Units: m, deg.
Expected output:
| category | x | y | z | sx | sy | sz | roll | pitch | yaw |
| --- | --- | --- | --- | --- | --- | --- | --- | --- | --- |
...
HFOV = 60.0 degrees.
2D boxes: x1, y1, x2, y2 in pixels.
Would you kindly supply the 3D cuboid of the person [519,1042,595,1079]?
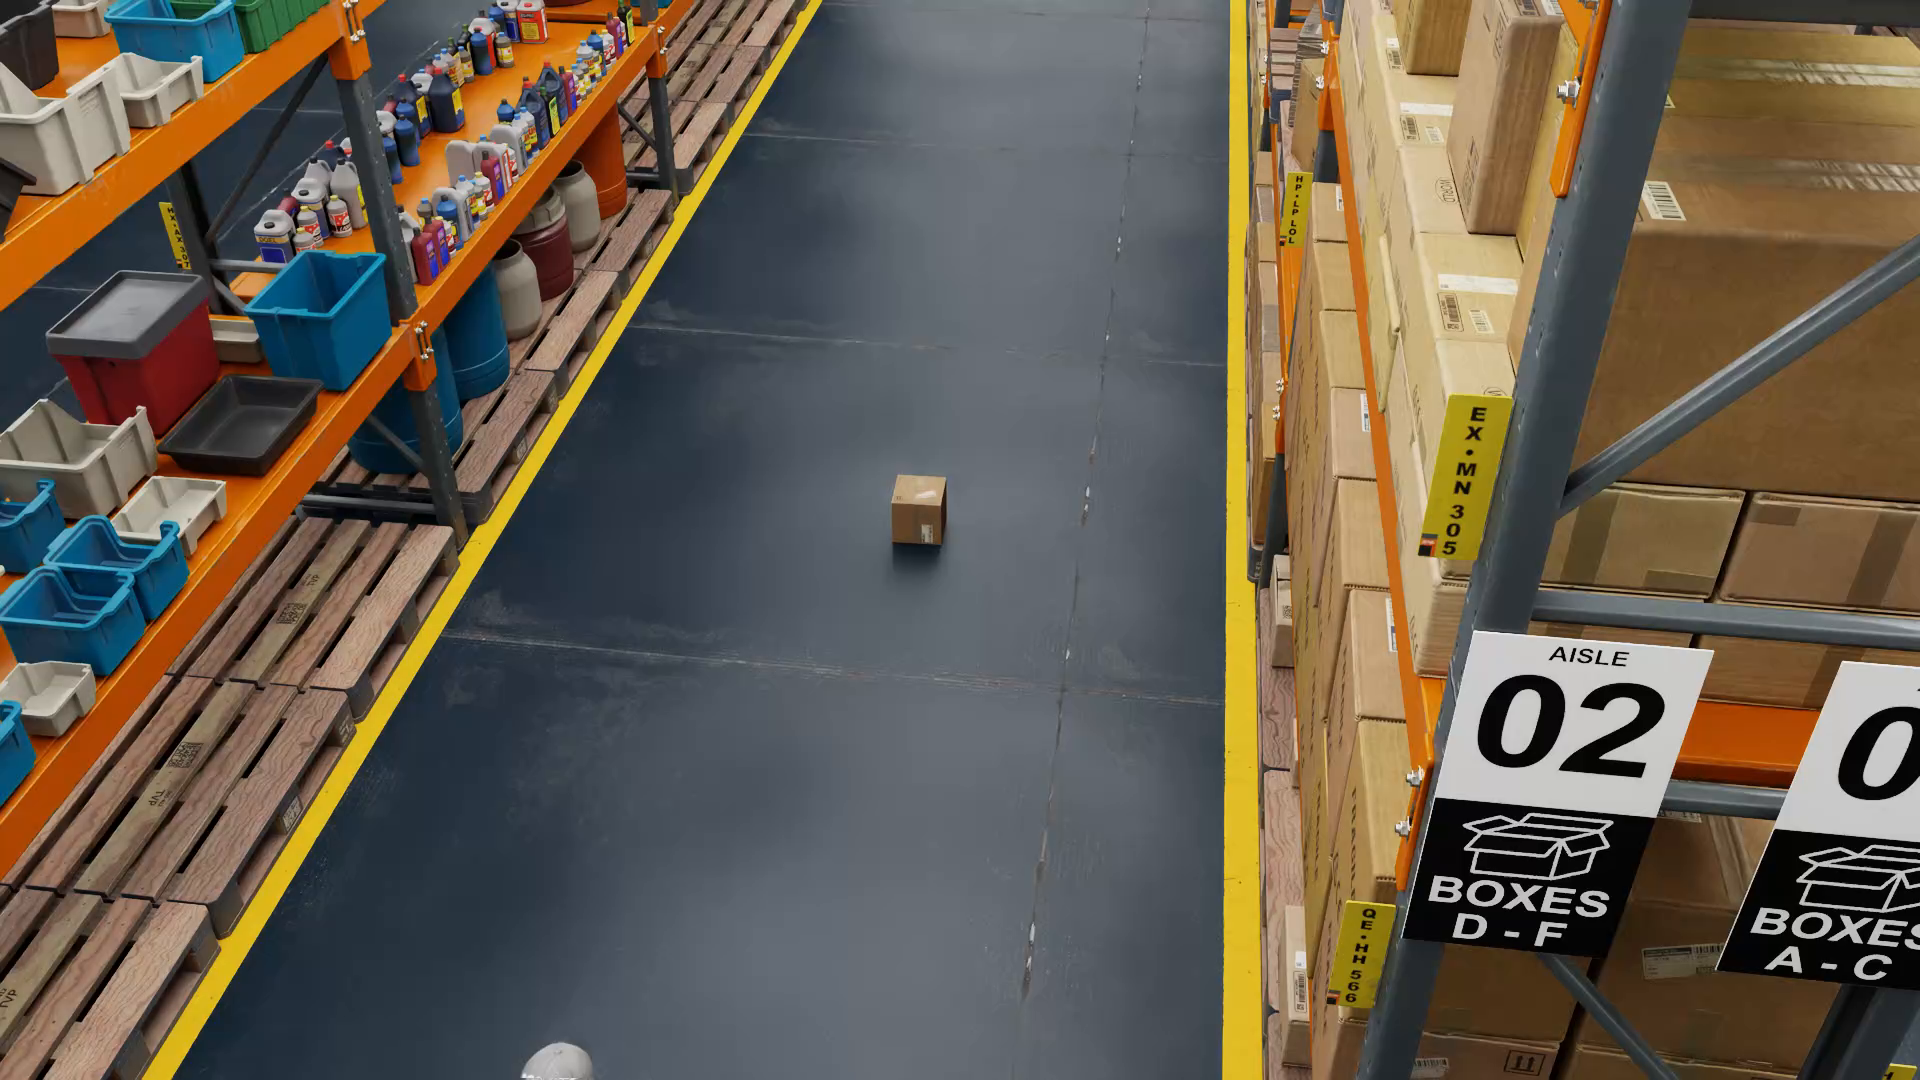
| category | x | y | z | sx | sy | sz | roll | pitch | yaw |
| --- | --- | --- | --- | --- | --- | --- | --- | --- | --- |
| person | -0.962 | 1.912 | 4.430 | 0.477 | 1.619 | 0.942 | 6 | 37 | 8 |
